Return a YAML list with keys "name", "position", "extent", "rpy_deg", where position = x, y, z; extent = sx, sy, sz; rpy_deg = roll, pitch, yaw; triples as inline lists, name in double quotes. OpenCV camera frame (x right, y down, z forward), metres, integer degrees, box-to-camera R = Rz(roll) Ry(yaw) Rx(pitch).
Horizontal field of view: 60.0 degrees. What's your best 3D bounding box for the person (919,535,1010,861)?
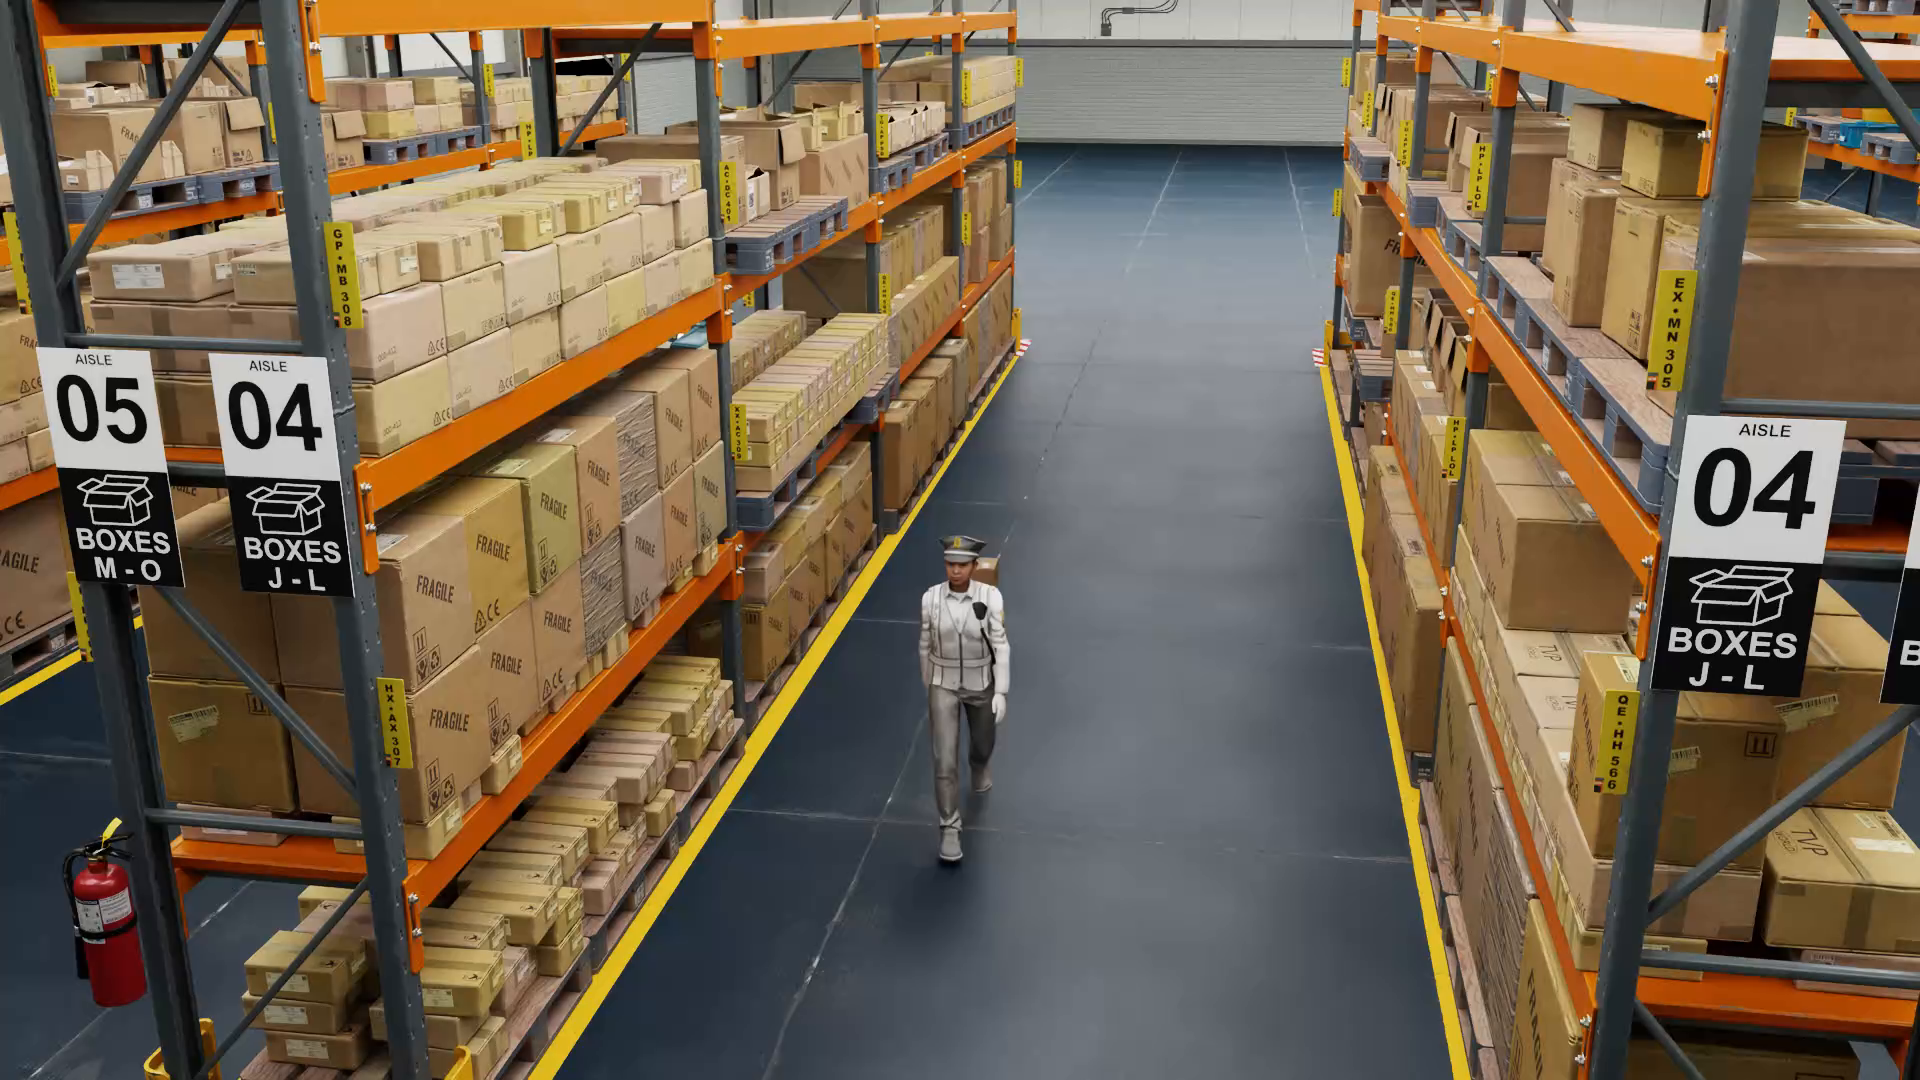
- name: "person"
  position: [0.021, 0.740, 8.702]
  extent: [0.477, 1.645, 0.949]
  rpy_deg: [0, 18, 0]
